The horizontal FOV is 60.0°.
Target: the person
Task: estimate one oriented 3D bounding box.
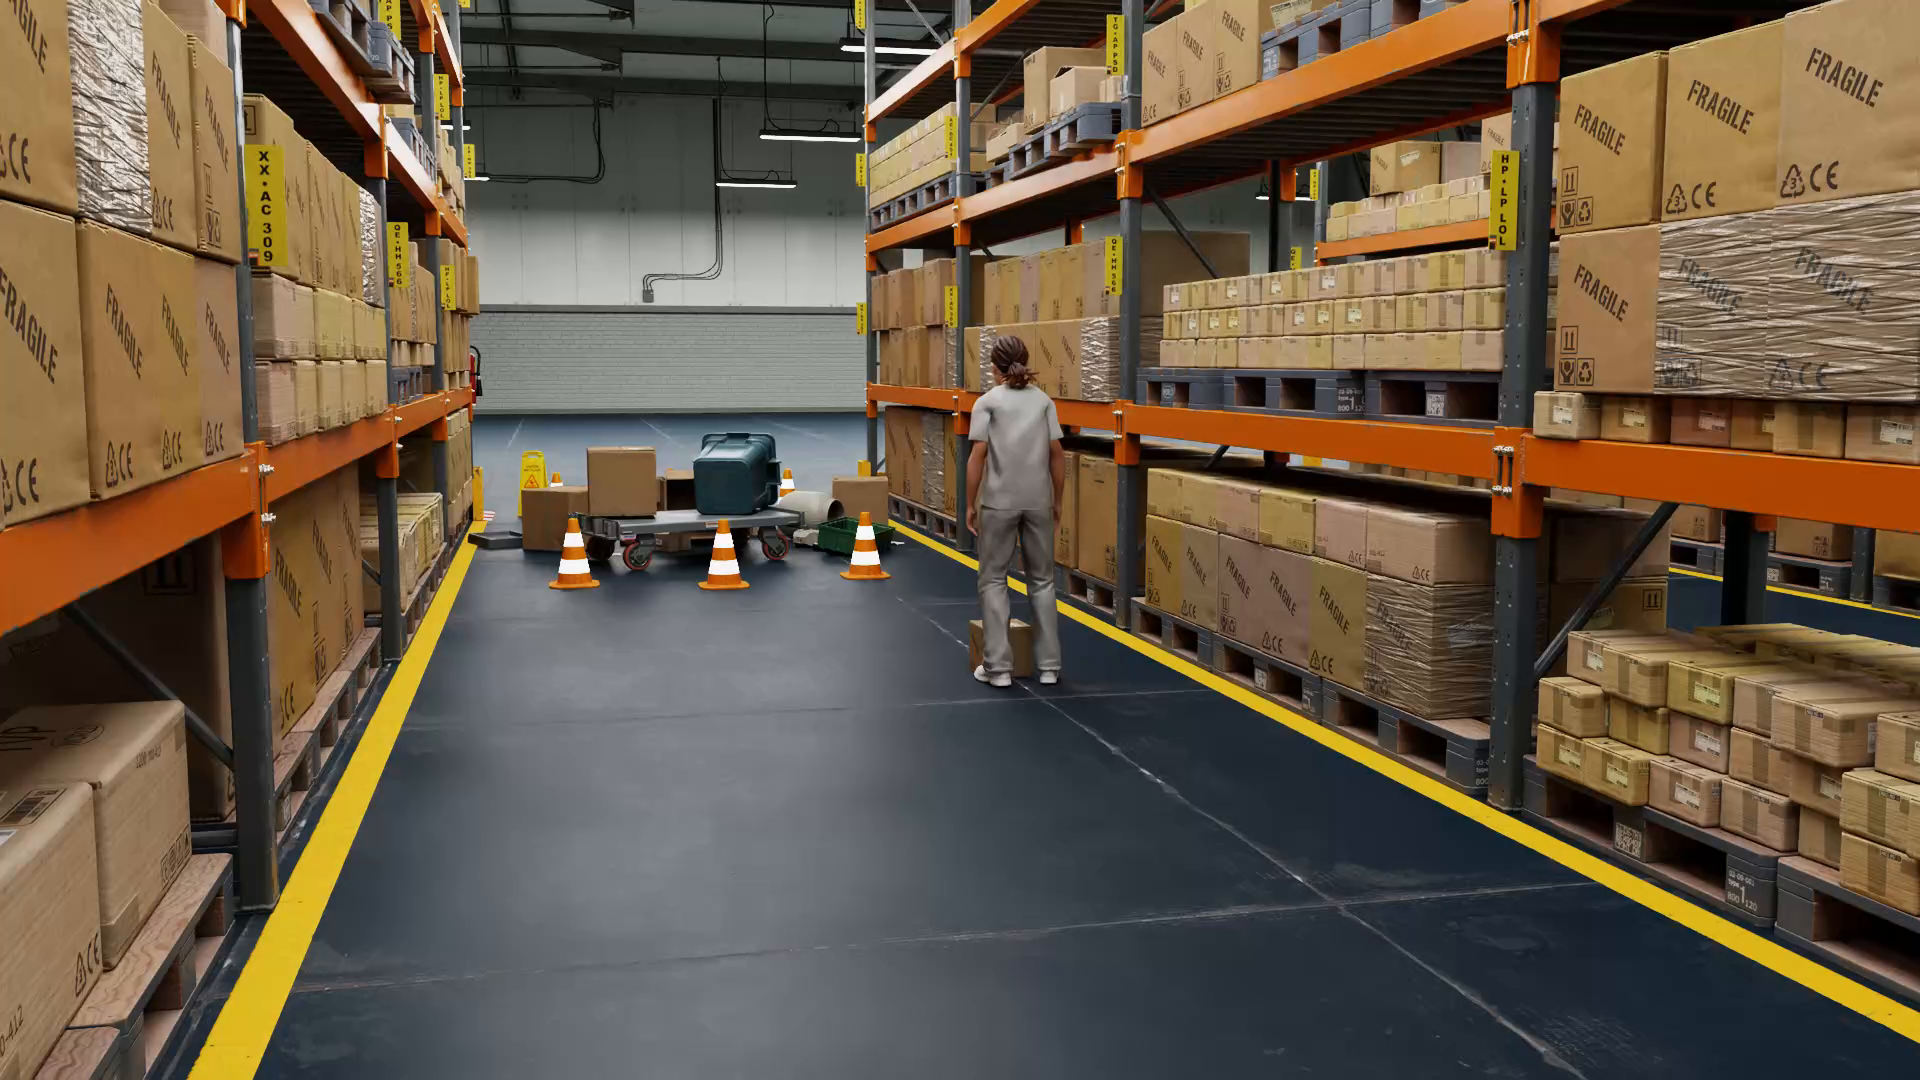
[{"bbox_3d":[0.266,-0.143,7.959,0.495,1.672,0.352,-2,6,-14],"label":"person"}]
